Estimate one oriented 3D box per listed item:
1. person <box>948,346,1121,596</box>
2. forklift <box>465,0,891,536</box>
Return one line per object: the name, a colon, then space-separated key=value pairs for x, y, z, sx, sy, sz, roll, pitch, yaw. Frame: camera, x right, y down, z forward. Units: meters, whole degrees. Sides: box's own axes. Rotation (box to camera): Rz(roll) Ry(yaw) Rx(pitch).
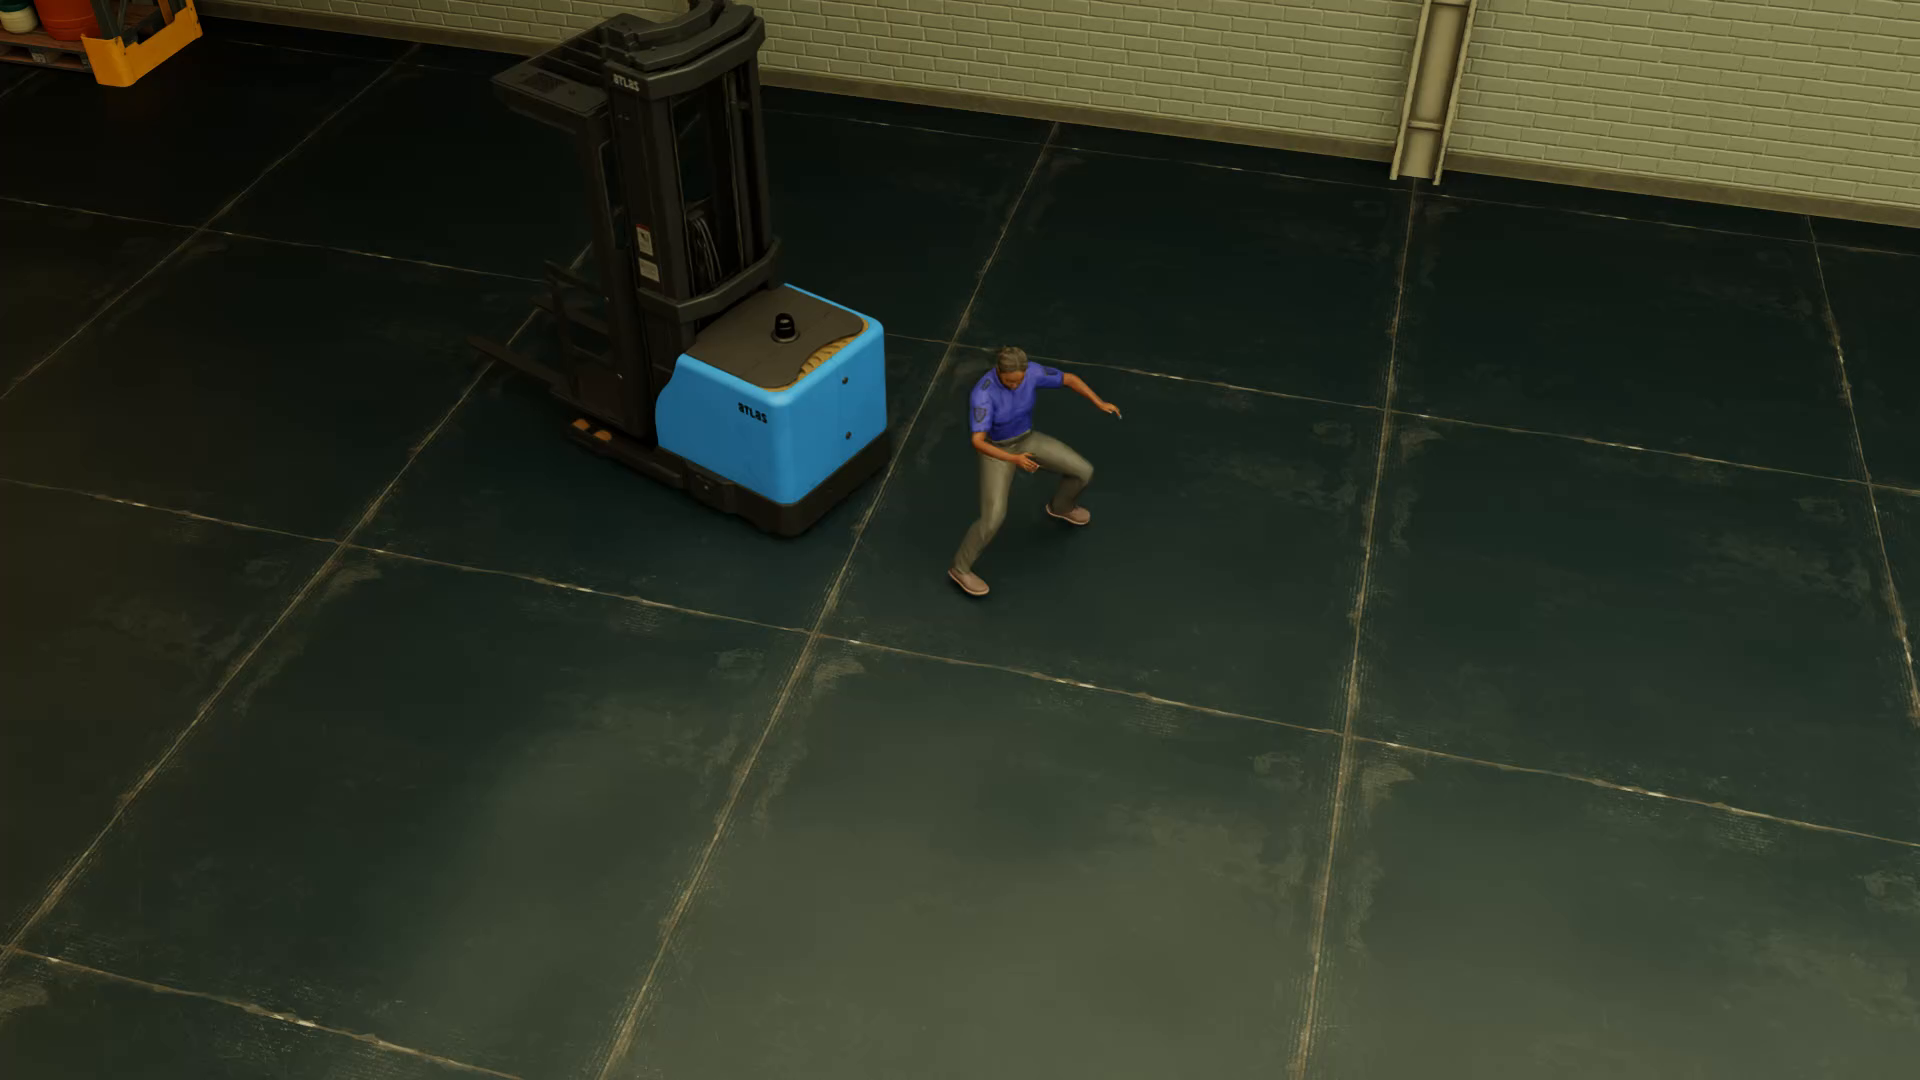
person: x=0.384 y=-0.462 z=9.468 sx=1.000 sy=1.426 sz=0.682 roll=-20 pitch=45 yaw=-22
forklift: x=-1.938 y=-1.902 z=10.031 sx=3.031 sy=2.935 sz=1.130 roll=25 pitch=47 yaw=26
